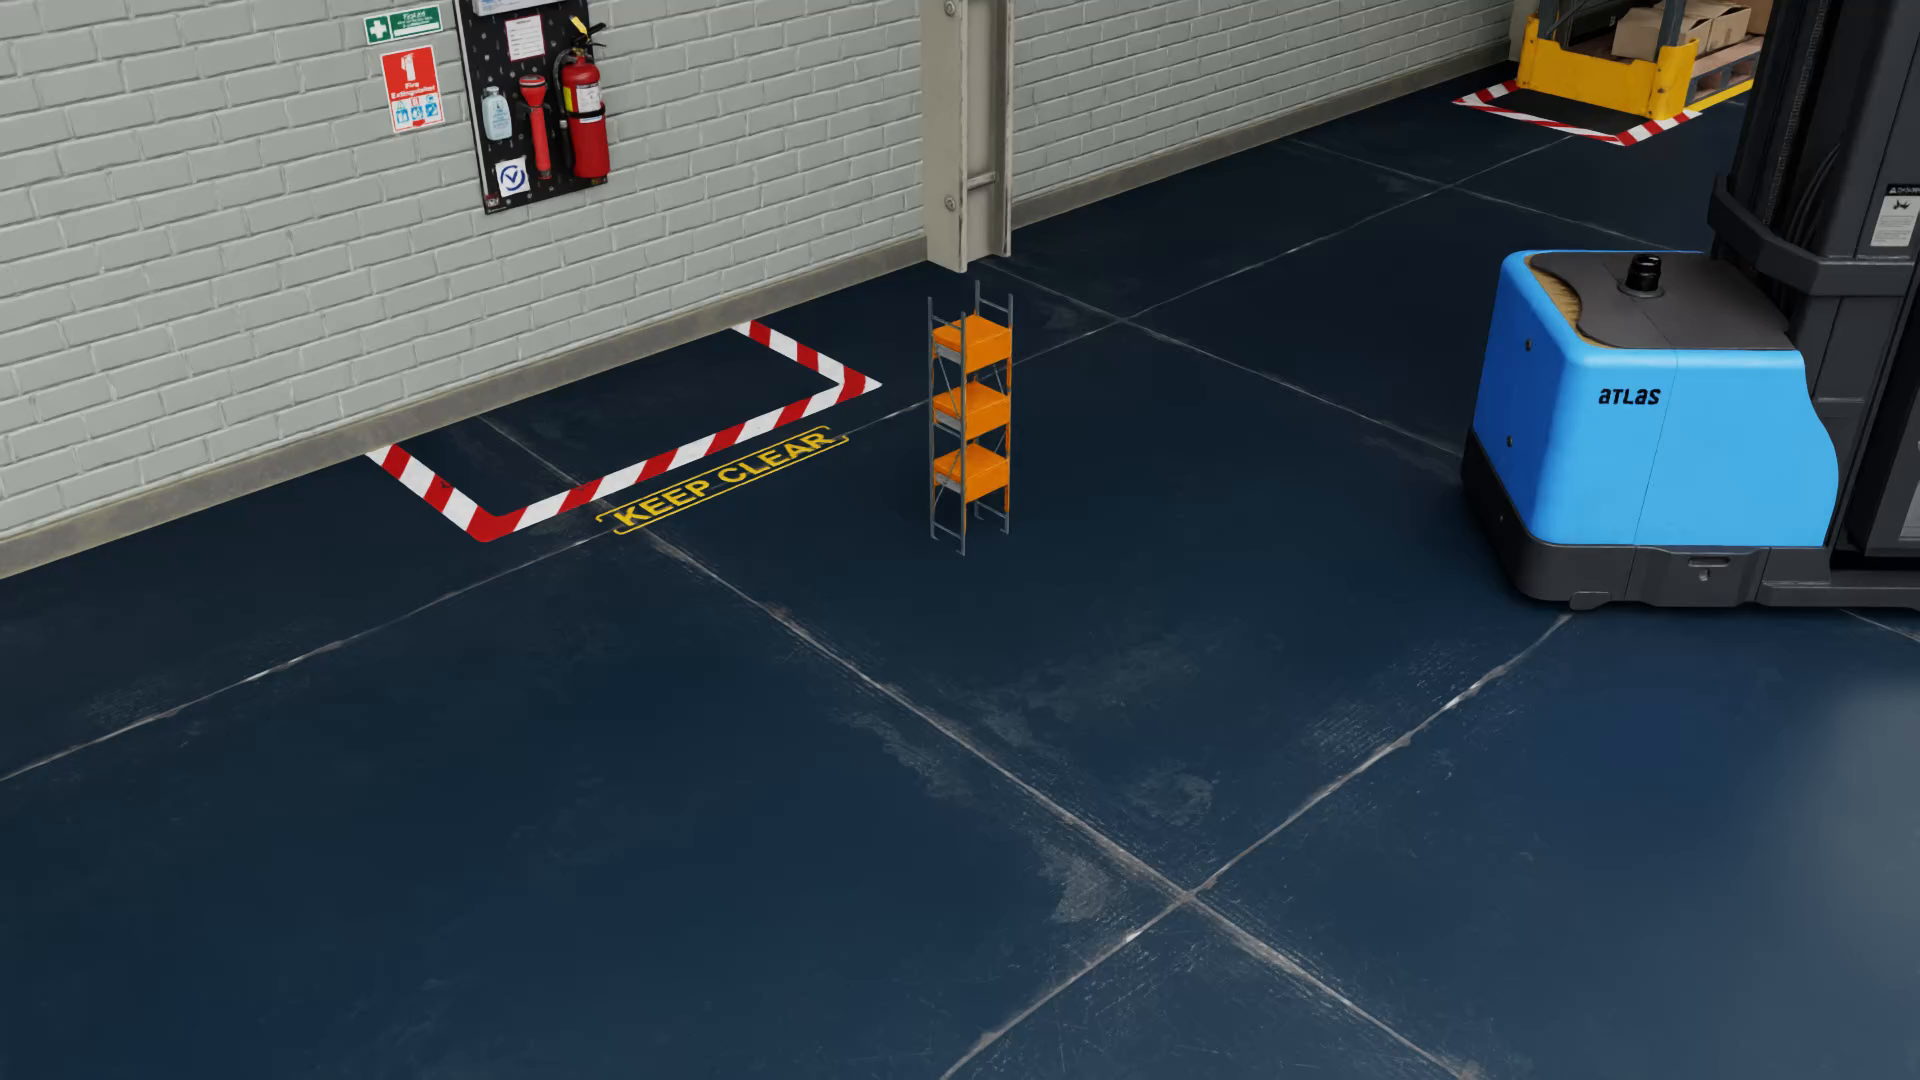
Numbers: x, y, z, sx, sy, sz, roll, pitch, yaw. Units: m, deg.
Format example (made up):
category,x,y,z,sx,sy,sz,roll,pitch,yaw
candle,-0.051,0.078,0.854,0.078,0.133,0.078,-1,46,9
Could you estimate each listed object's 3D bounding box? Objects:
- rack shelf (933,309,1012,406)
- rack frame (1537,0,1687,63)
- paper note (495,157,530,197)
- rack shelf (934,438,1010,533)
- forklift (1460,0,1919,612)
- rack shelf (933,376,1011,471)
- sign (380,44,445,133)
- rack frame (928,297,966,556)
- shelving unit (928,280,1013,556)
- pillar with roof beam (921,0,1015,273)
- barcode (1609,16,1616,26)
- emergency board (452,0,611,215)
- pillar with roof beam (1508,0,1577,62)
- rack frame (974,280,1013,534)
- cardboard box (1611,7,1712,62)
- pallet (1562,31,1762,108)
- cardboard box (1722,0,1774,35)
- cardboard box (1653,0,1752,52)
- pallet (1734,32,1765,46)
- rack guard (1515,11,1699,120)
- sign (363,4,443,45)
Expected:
category,x,y,z,sx,sy,sz,roll,pitch,yaw
rack shelf,0.039,-0.700,6.365,0.240,0.259,0.215,-26,40,-35
rack frame,4.517,-4.425,11.111,0.127,3.000,1.000,-26,40,-35
paper note,-1.972,-1.602,7.338,0.142,0.148,0.016,-26,40,-35
rack shelf,0.039,-0.221,6.658,0.240,0.259,0.215,-26,40,-35
forklift,3.630,-1.225,5.943,3.031,2.935,1.130,0,31,1
rack shelf,0.039,-0.458,6.513,0.240,0.259,0.215,-26,40,-35
sign,-2.271,-1.872,6.902,0.234,0.329,0.001,-26,40,-35
rack frame,-0.050,-0.424,6.436,0.008,1.050,0.200,-26,40,-35
shelving unit,0.039,-0.467,6.507,0.252,1.050,0.215,-26,40,-35
pillar with roof beam,2.970,-3.788,4.319,0.400,9.000,9.100,-26,40,-35
barcode,4.827,-3.840,12.301,0.075,0.075,0.001,-26,40,-35
emergency board,-1.795,-2.014,7.168,0.643,1.169,0.194,-26,40,-35
pillar with roof beam,7.369,-5.917,7.800,0.400,9.000,9.100,-26,40,-35
rack frame,0.129,-0.510,6.578,0.008,1.050,0.200,-26,40,-35
cardboard box,5.086,-3.676,12.042,0.500,0.311,0.500,24,39,34
pallet,5.193,-3.537,12.331,1.213,0.211,1.003,-26,40,-35
cardboard box,6.076,-4.200,12.718,0.700,0.500,0.500,26,40,36
cardboard box,5.504,-3.879,12.373,0.500,0.311,0.500,-22,38,-32
pallet,6.087,-3.967,13.036,1.213,0.211,1.003,-26,40,-35
rack guard,4.573,-3.385,11.807,0.348,0.500,1.175,-26,40,-35
sign,-2.262,-2.097,6.761,0.331,0.109,0.001,-26,40,-35
